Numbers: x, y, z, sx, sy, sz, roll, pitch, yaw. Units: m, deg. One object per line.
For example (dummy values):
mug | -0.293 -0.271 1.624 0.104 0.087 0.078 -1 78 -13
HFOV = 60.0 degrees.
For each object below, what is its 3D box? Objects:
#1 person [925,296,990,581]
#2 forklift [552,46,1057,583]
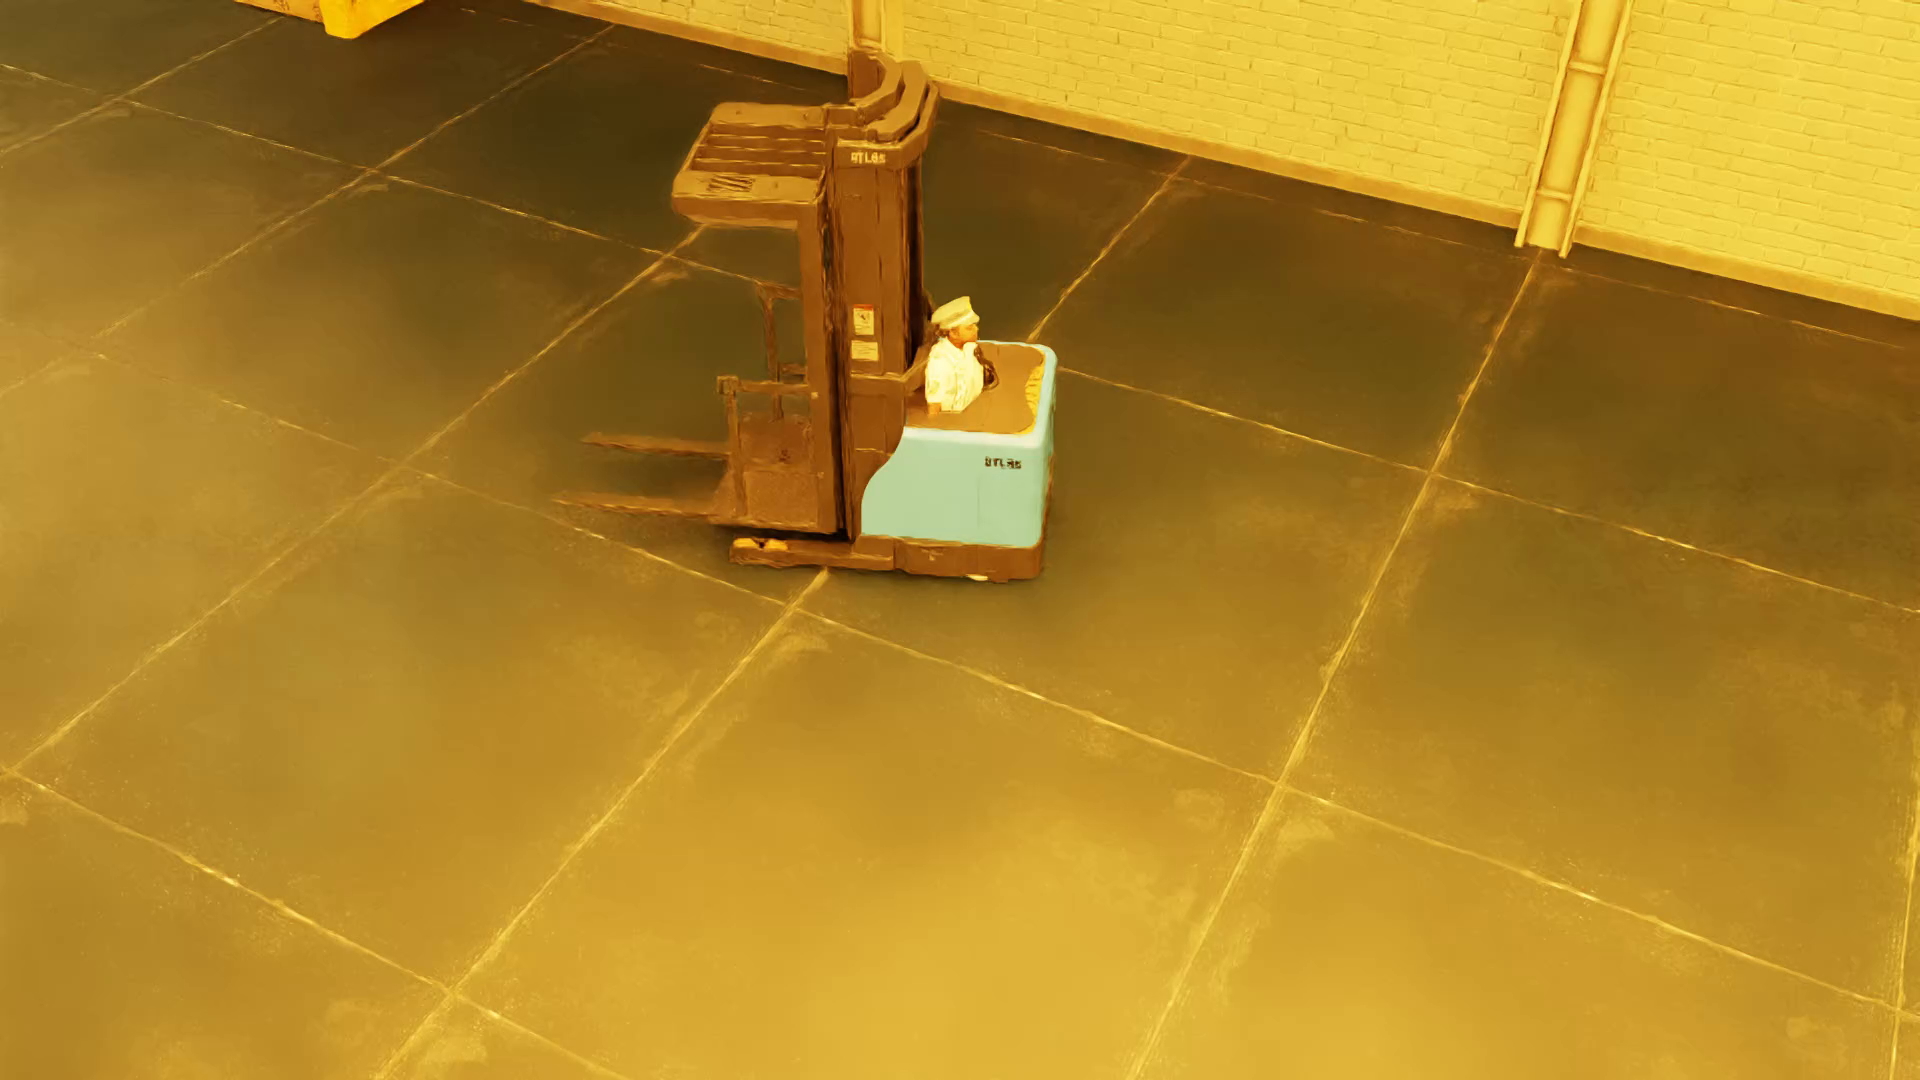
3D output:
person | 0.057 -0.620 9.671 0.532 1.693 0.571 18 43 21
forklift | -0.963 -1.287 9.515 3.031 2.935 1.130 5 40 6
